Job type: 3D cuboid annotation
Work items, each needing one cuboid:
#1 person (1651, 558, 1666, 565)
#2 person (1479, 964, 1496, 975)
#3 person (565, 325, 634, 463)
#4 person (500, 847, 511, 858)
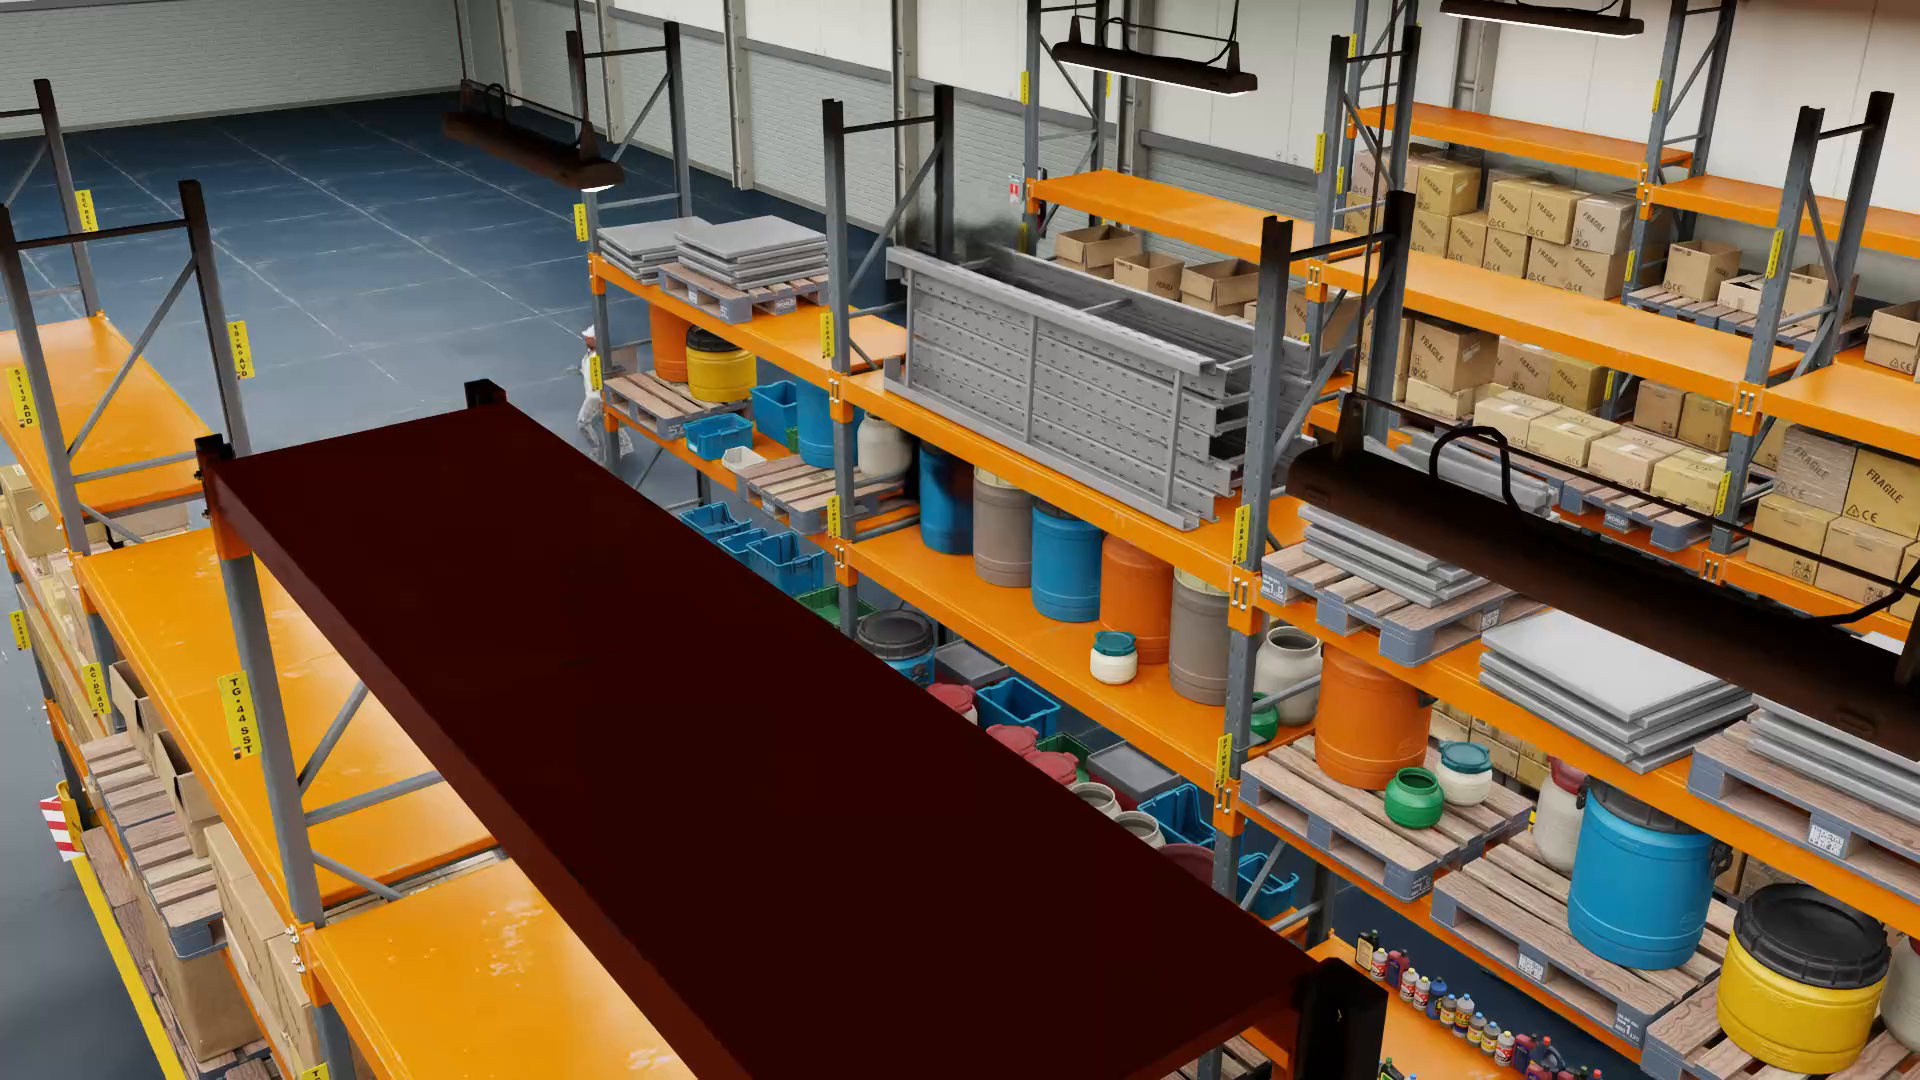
[{"bbox_3d":[6.176,0.870,15.193,0.606,1.606,0.537,-22,32,-39],"label":"person"},{"bbox_3d":[4.117,2.485,11.459,0.703,1.805,1.040,-22,32,-38],"label":"person"},{"bbox_3d":[-4.505,-1.779,20.718,0.761,1.838,0.658,-5,25,-11],"label":"person"},{"bbox_3d":[-3.715,1.898,12.789,0.908,1.764,0.681,18,30,33],"label":"person"}]
